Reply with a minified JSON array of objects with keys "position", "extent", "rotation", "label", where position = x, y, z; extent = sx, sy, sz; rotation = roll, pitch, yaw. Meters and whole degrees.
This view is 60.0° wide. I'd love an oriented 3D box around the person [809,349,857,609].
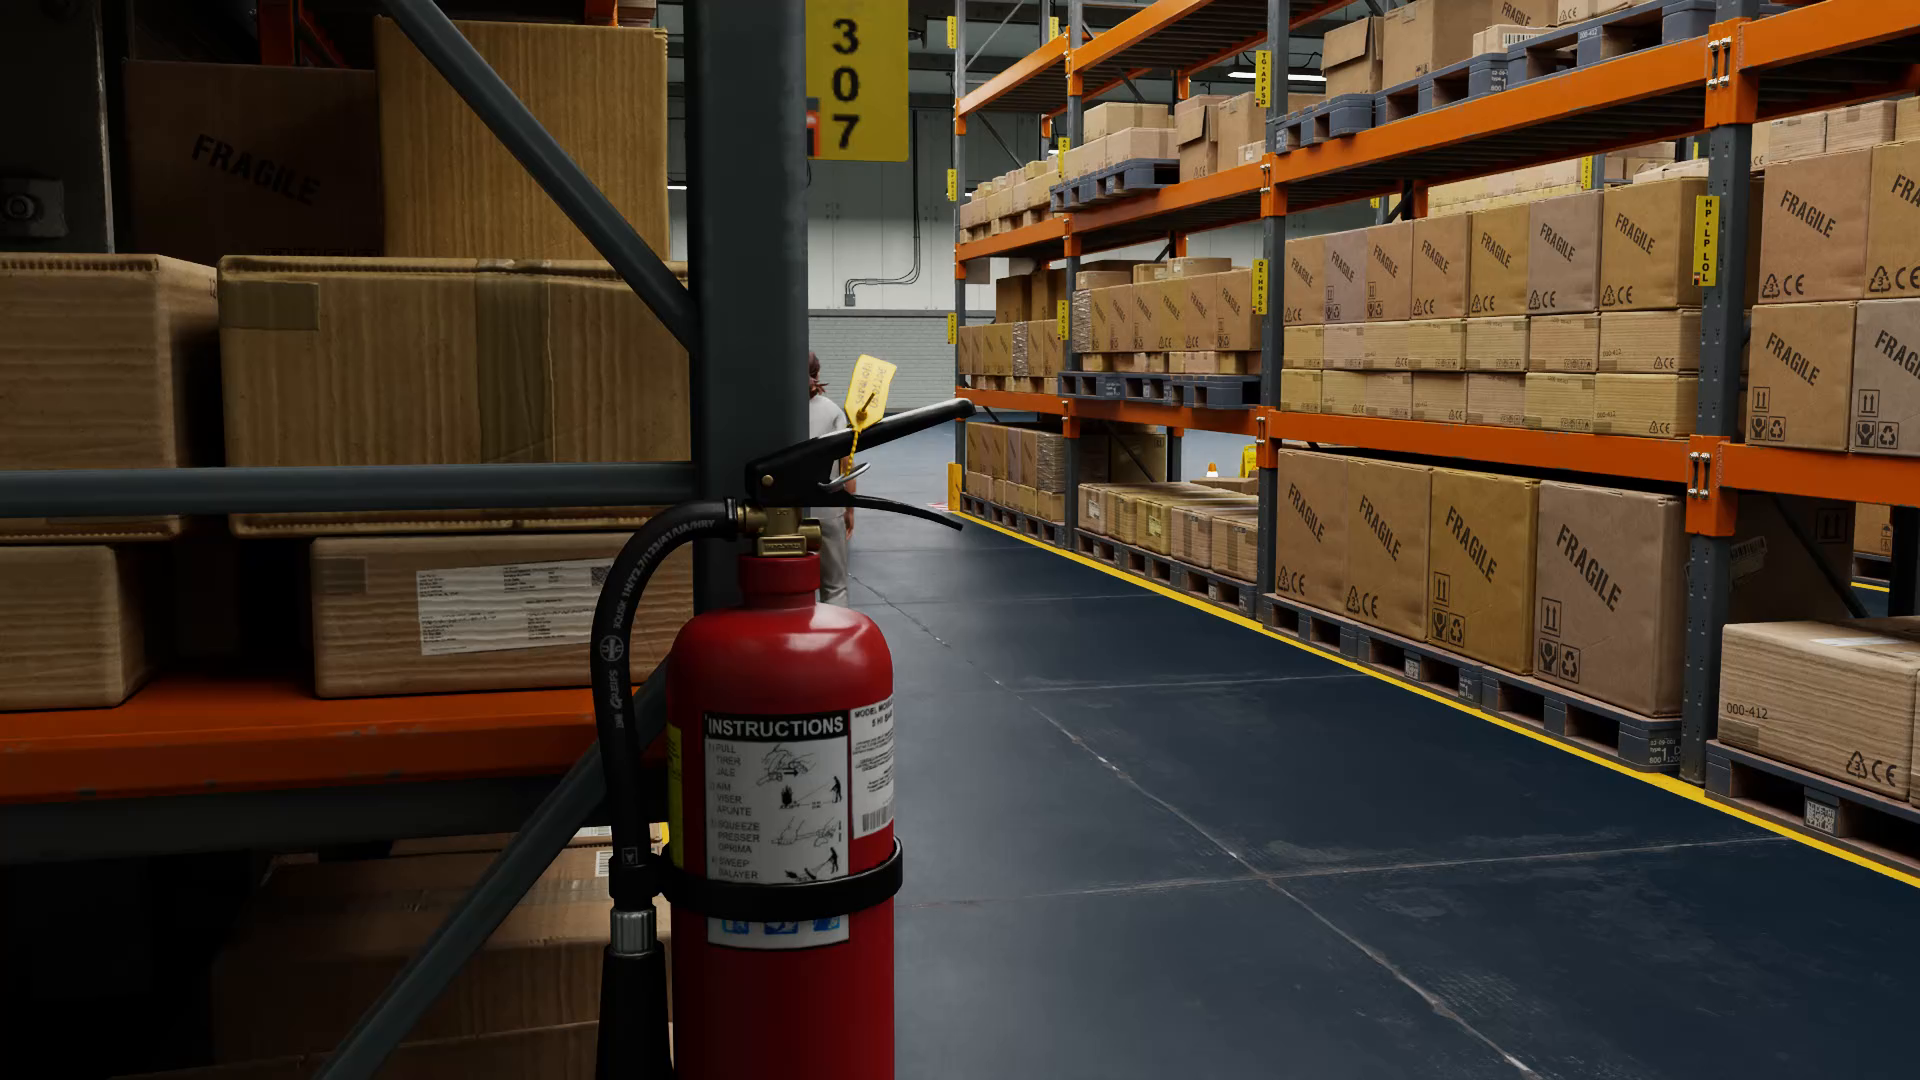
[{"position":[-0.741,-0.102,8.079],"extent":[0.489,1.673,0.358],"rotation":[-2,6,-14],"label":"person"}]
